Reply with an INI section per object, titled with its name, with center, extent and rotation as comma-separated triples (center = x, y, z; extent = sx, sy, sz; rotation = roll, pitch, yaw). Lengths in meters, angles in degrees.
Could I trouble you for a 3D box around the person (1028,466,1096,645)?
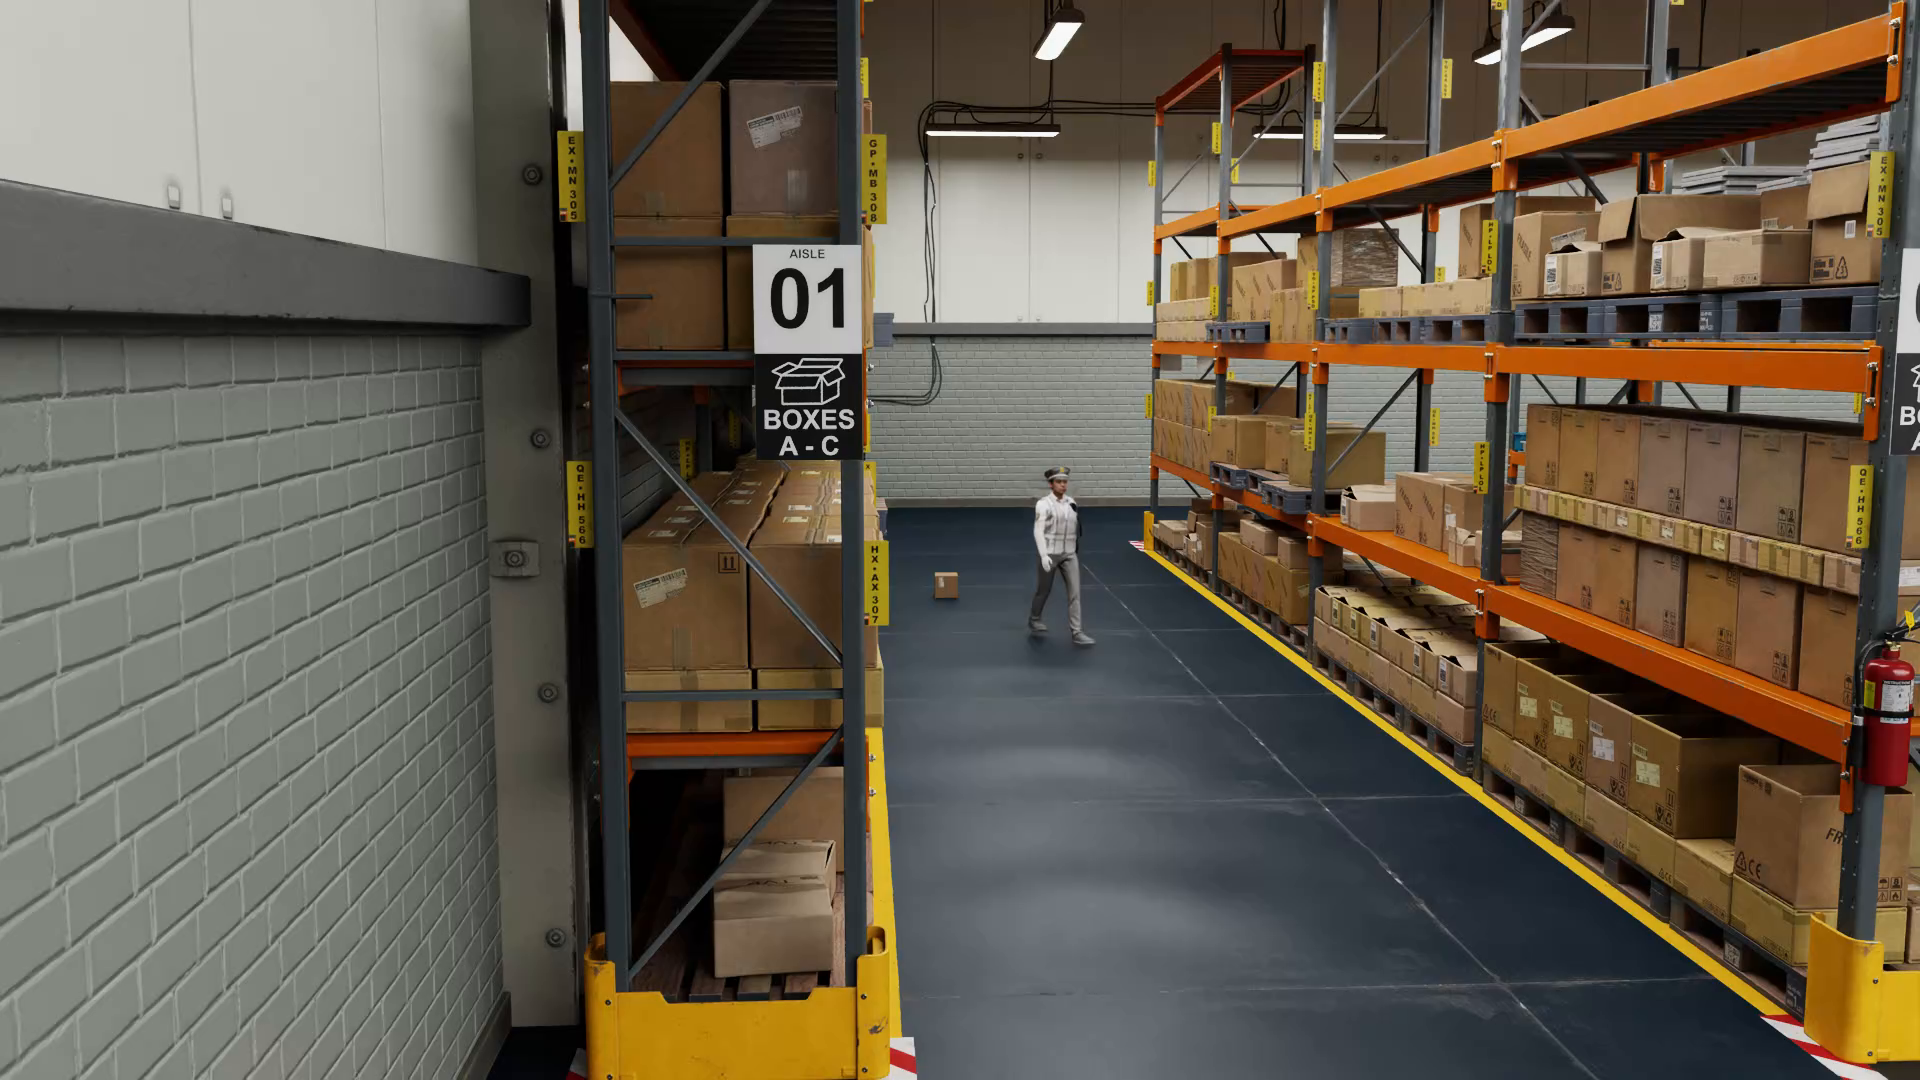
[person]
center = 0.922, 0.125, 15.573
extent = 0.511, 1.636, 0.996
rotation = -3, 8, -24
